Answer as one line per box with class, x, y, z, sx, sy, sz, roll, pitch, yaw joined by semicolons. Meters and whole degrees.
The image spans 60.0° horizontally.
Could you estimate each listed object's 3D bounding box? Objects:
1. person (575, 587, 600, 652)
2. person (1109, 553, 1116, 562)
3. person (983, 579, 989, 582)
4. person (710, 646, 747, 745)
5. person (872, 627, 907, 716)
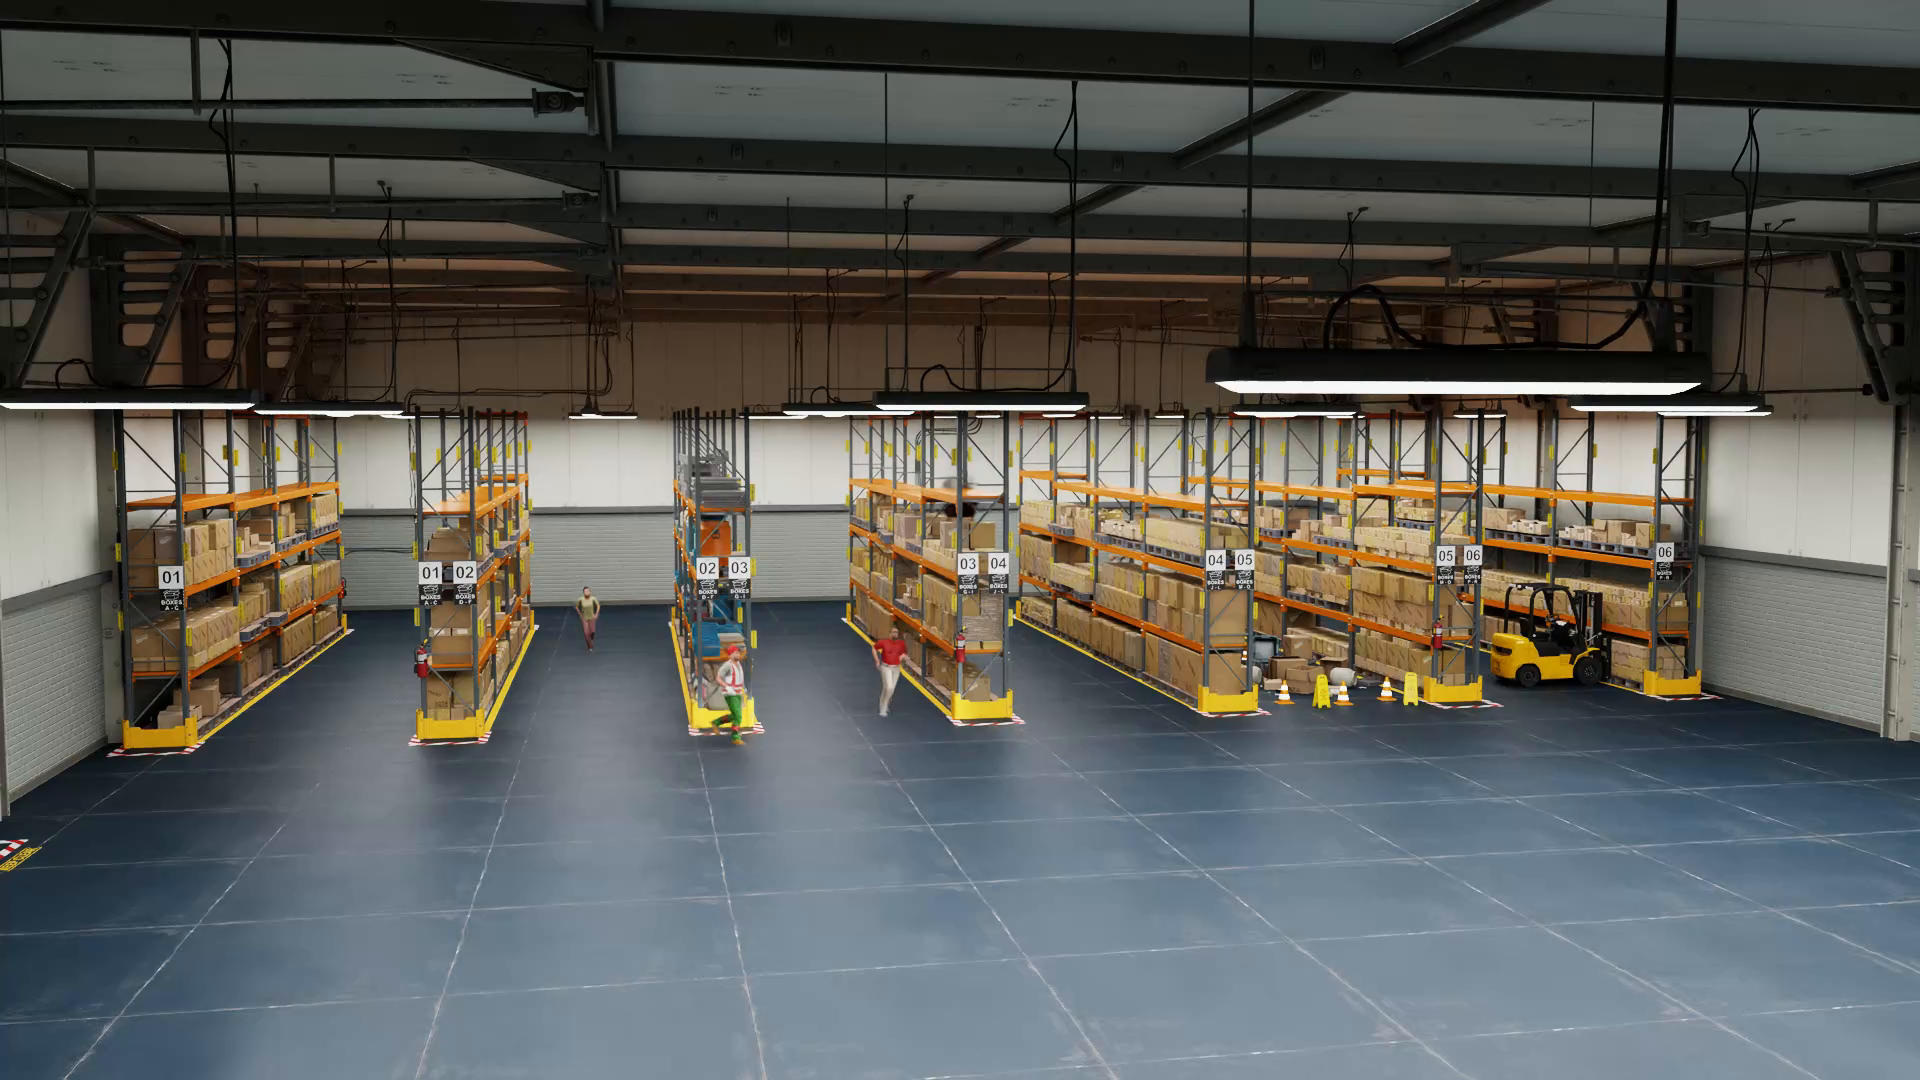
person;-9.271;1.975;41.401;0.593;1.625;0.547;-1;4;-13
person;4.598;1.258;50.464;0.671;1.748;0.685;-1;4;-9
person;0.732;1.516;46.981;0.723;1.815;0.776;0;4;-6
person;-4.110;2.759;29.687;0.776;1.762;0.699;2;4;23
person;-1.348;2.585;32.578;0.640;1.767;0.727;-2;5;-26
